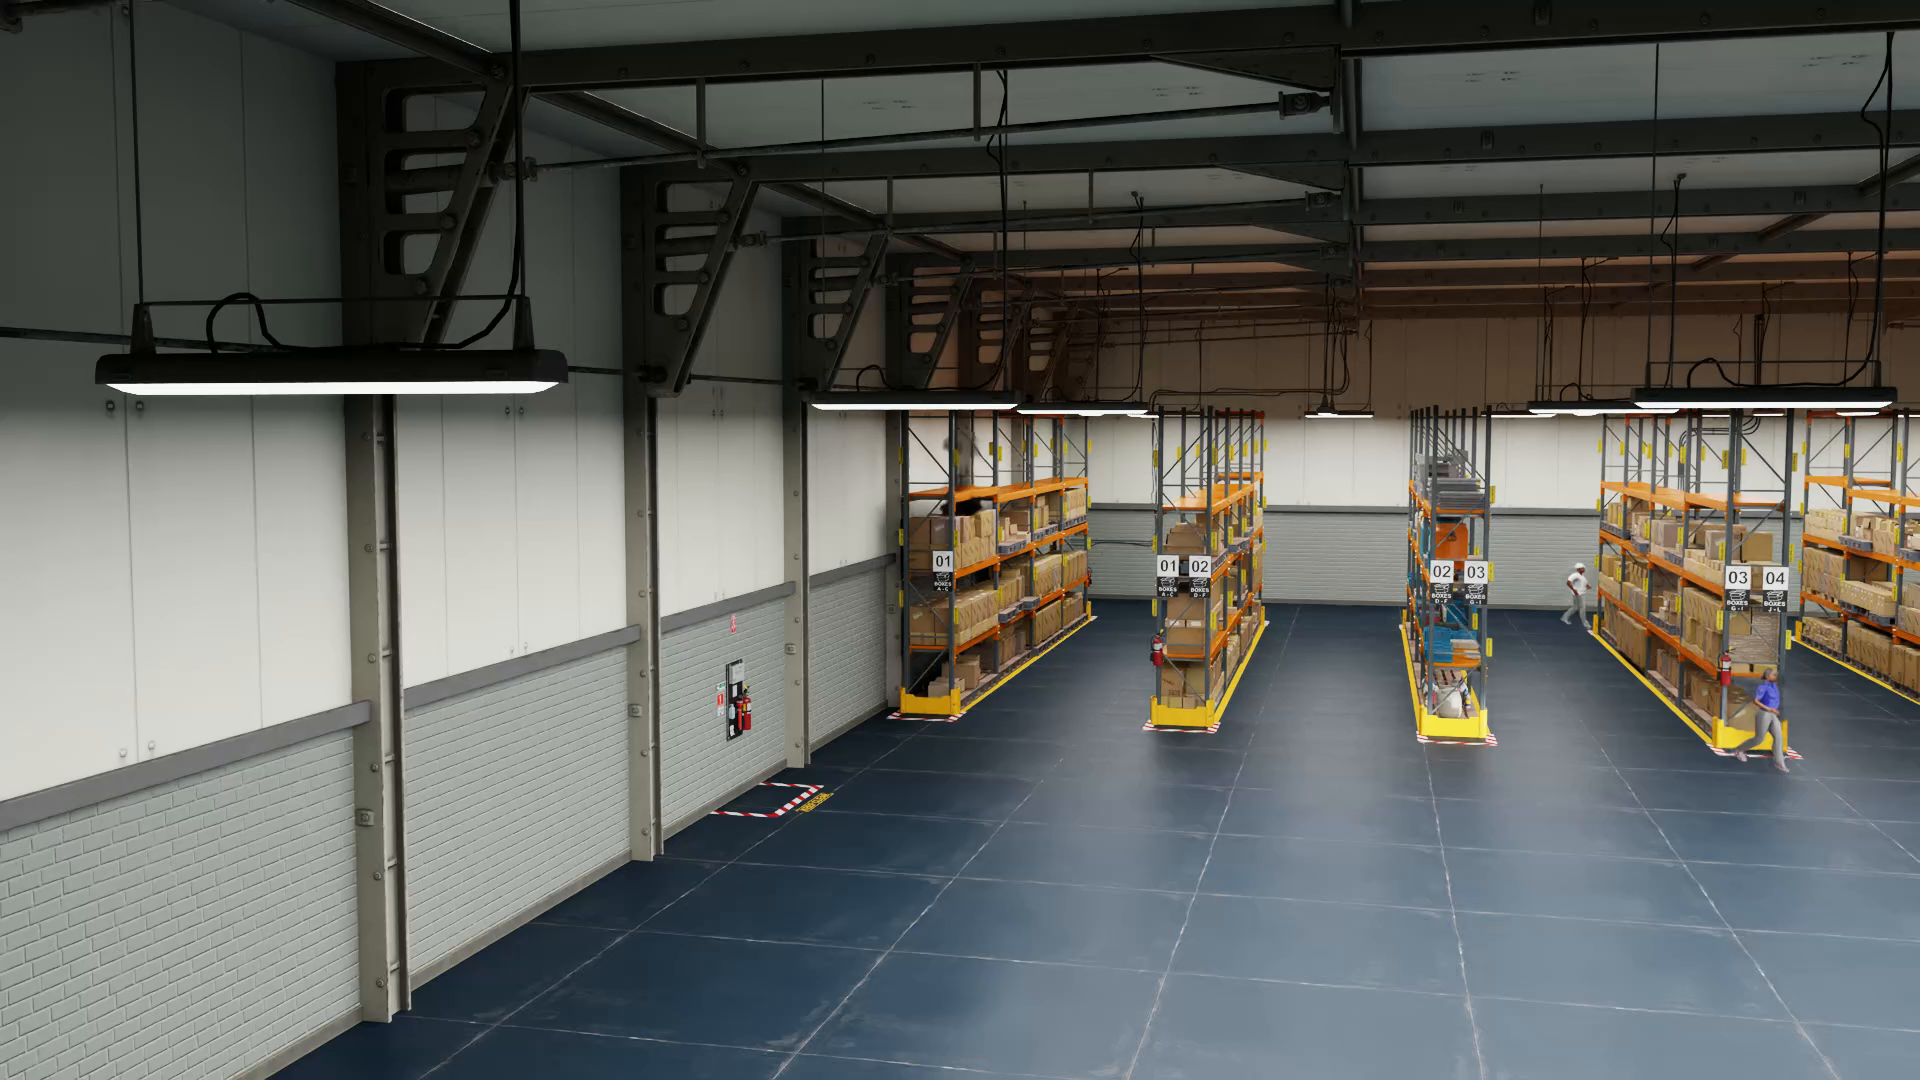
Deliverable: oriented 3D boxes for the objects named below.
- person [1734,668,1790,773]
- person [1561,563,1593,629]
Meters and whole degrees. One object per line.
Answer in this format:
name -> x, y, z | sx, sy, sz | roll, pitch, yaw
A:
person -> 13.292, 2.934, 27.375 | 0.619, 1.649, 0.955 | -2, 5, -31
person -> 17.122, 1.524, 46.025 | 0.904, 1.785, 0.692 | 3, 5, 34
